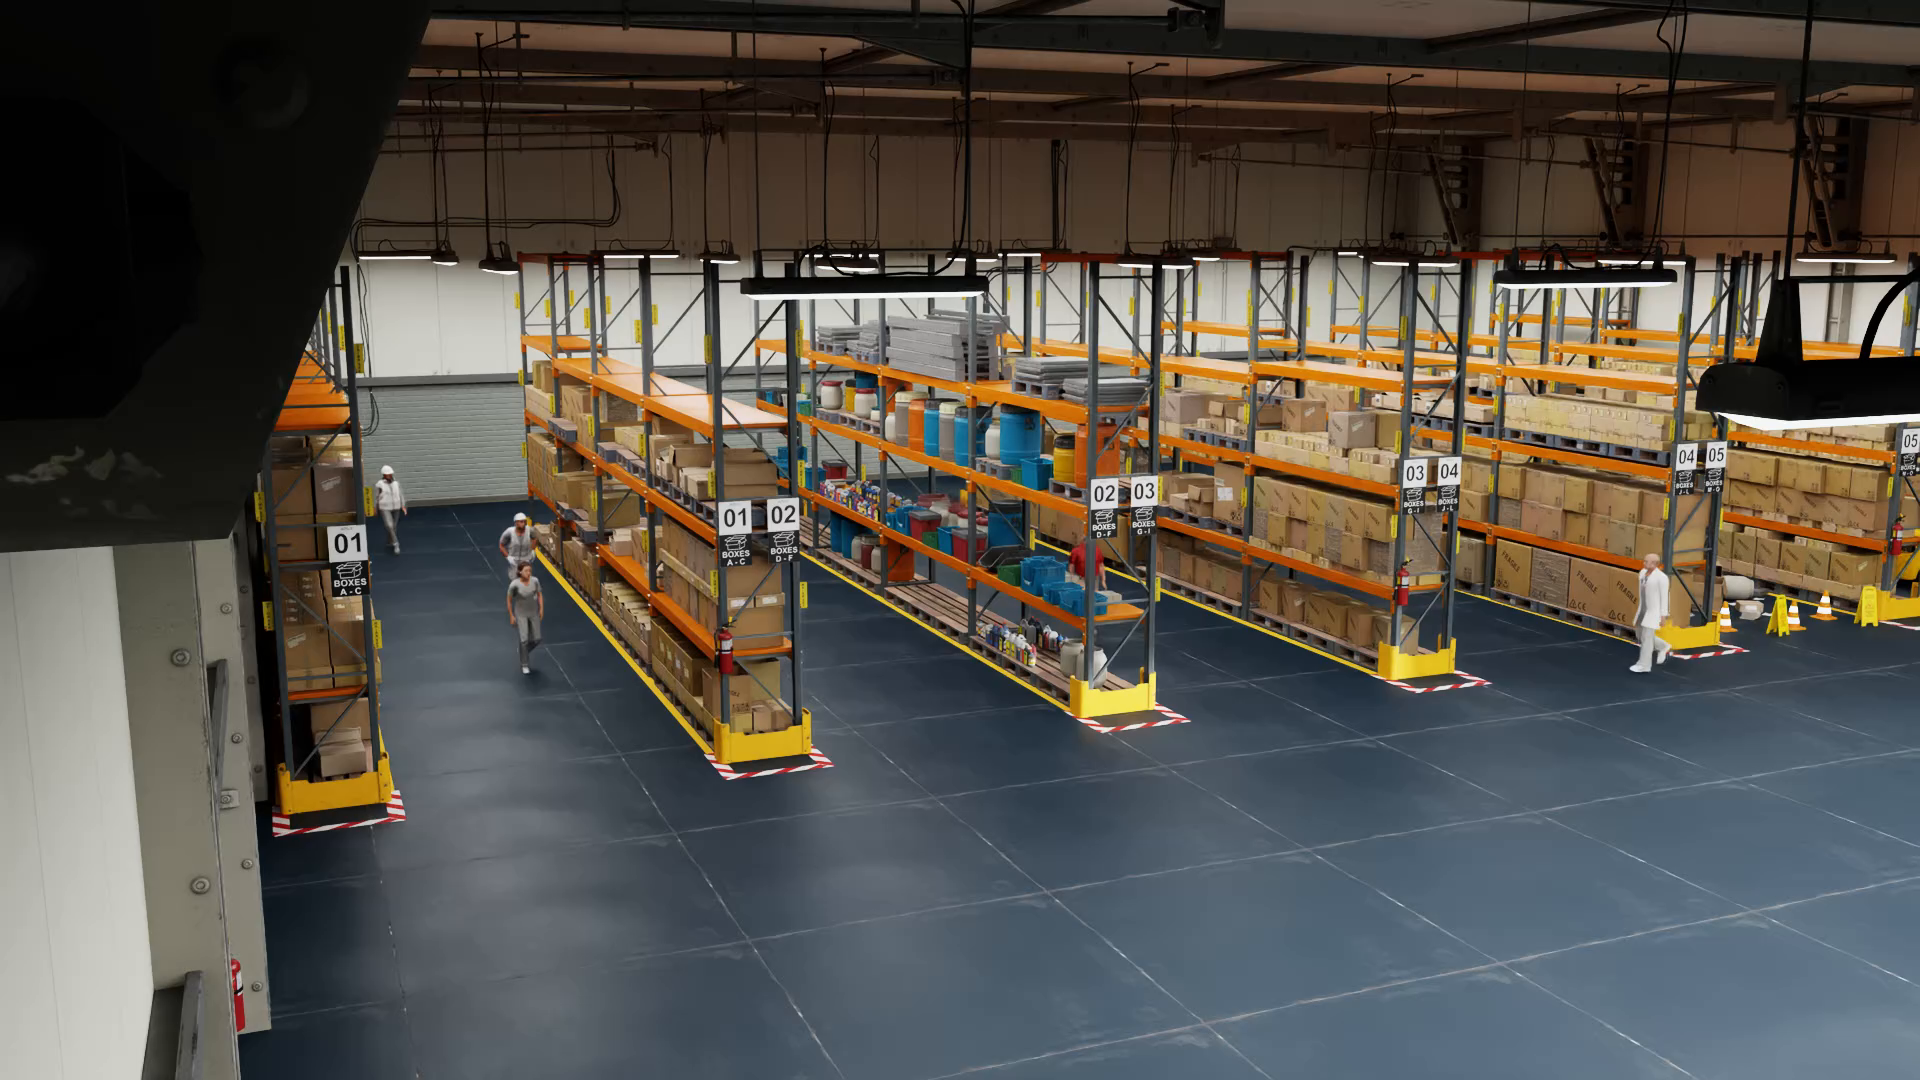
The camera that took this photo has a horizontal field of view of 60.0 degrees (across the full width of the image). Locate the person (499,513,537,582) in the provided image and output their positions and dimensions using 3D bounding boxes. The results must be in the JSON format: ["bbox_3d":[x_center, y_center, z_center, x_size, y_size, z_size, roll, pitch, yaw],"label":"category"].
[{"bbox_3d":[-7.579,0.337,28.565,0.635,1.680,0.649,-2,11,-13],"label":"person"}]

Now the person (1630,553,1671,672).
[{"bbox_3d":[10.159,1.048,24.370,0.776,1.758,0.592,-3,11,-18],"label":"person"}]

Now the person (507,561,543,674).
[{"bbox_3d":[-6.414,1.105,24.471,0.534,1.654,0.600,-7,13,-35],"label":"person"}]

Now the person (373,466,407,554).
[{"bbox_3d":[-11.501,-0.644,33.633,0.610,1.719,1.003,-9,14,-42],"label":"person"}]

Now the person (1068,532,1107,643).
[{"bbox_3d":[2.045,0.734,26.401,0.570,1.786,0.692,-5,11,-24],"label":"person"}]
